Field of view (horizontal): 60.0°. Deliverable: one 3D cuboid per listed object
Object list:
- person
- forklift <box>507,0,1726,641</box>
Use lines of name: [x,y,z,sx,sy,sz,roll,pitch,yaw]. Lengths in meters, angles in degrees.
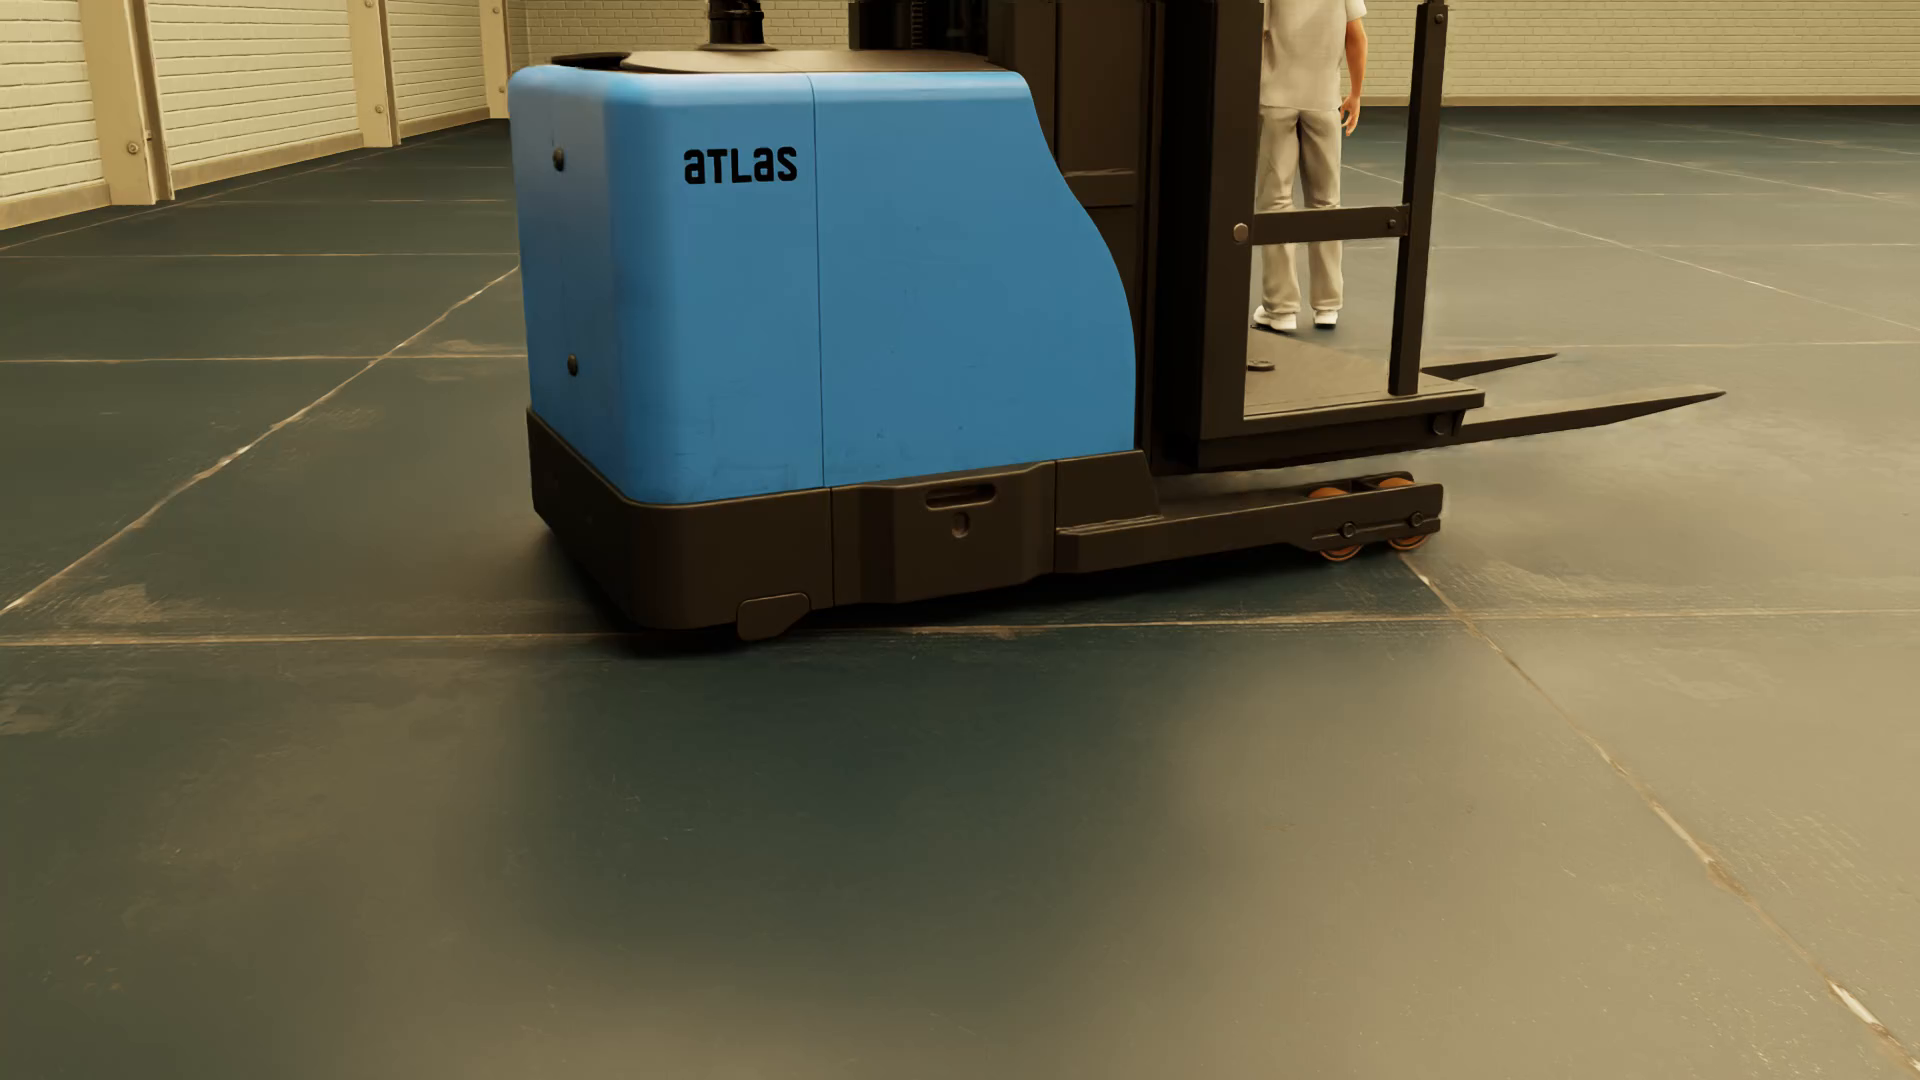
person: [1.296,-1.662,6.462,0.550,1.673,0.548,-1,17,-2]
forklift: [0.549,-1.484,3.757,3.031,2.935,1.130,-8,19,-25]
